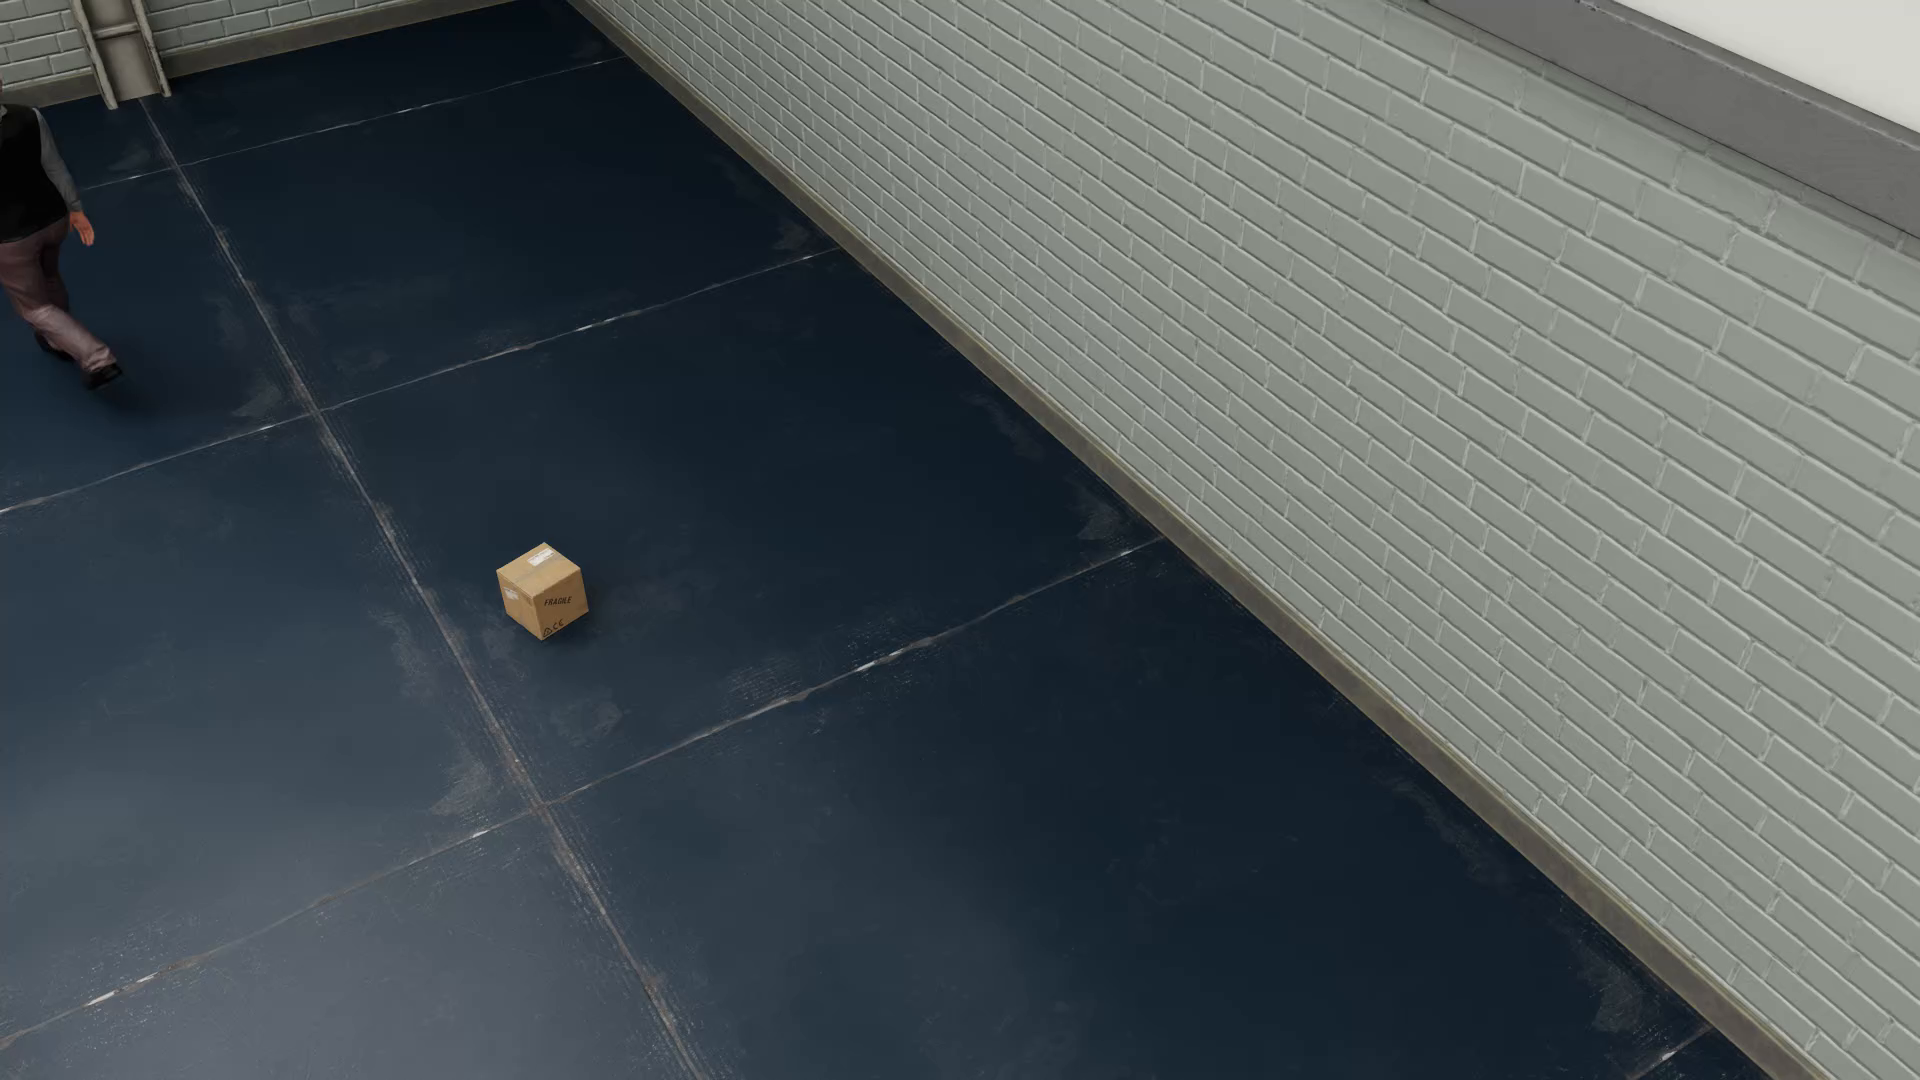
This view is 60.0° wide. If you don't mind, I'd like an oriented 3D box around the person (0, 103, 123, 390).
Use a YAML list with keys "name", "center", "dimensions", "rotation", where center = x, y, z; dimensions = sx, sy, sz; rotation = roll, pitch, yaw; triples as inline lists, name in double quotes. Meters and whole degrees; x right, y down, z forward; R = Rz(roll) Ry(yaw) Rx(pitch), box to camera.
- name: "person"
  center: [-4.467, -1.485, 7.916]
  dimensions: [0.913, 1.688, 0.549]
  rotation: [20, 44, 22]
